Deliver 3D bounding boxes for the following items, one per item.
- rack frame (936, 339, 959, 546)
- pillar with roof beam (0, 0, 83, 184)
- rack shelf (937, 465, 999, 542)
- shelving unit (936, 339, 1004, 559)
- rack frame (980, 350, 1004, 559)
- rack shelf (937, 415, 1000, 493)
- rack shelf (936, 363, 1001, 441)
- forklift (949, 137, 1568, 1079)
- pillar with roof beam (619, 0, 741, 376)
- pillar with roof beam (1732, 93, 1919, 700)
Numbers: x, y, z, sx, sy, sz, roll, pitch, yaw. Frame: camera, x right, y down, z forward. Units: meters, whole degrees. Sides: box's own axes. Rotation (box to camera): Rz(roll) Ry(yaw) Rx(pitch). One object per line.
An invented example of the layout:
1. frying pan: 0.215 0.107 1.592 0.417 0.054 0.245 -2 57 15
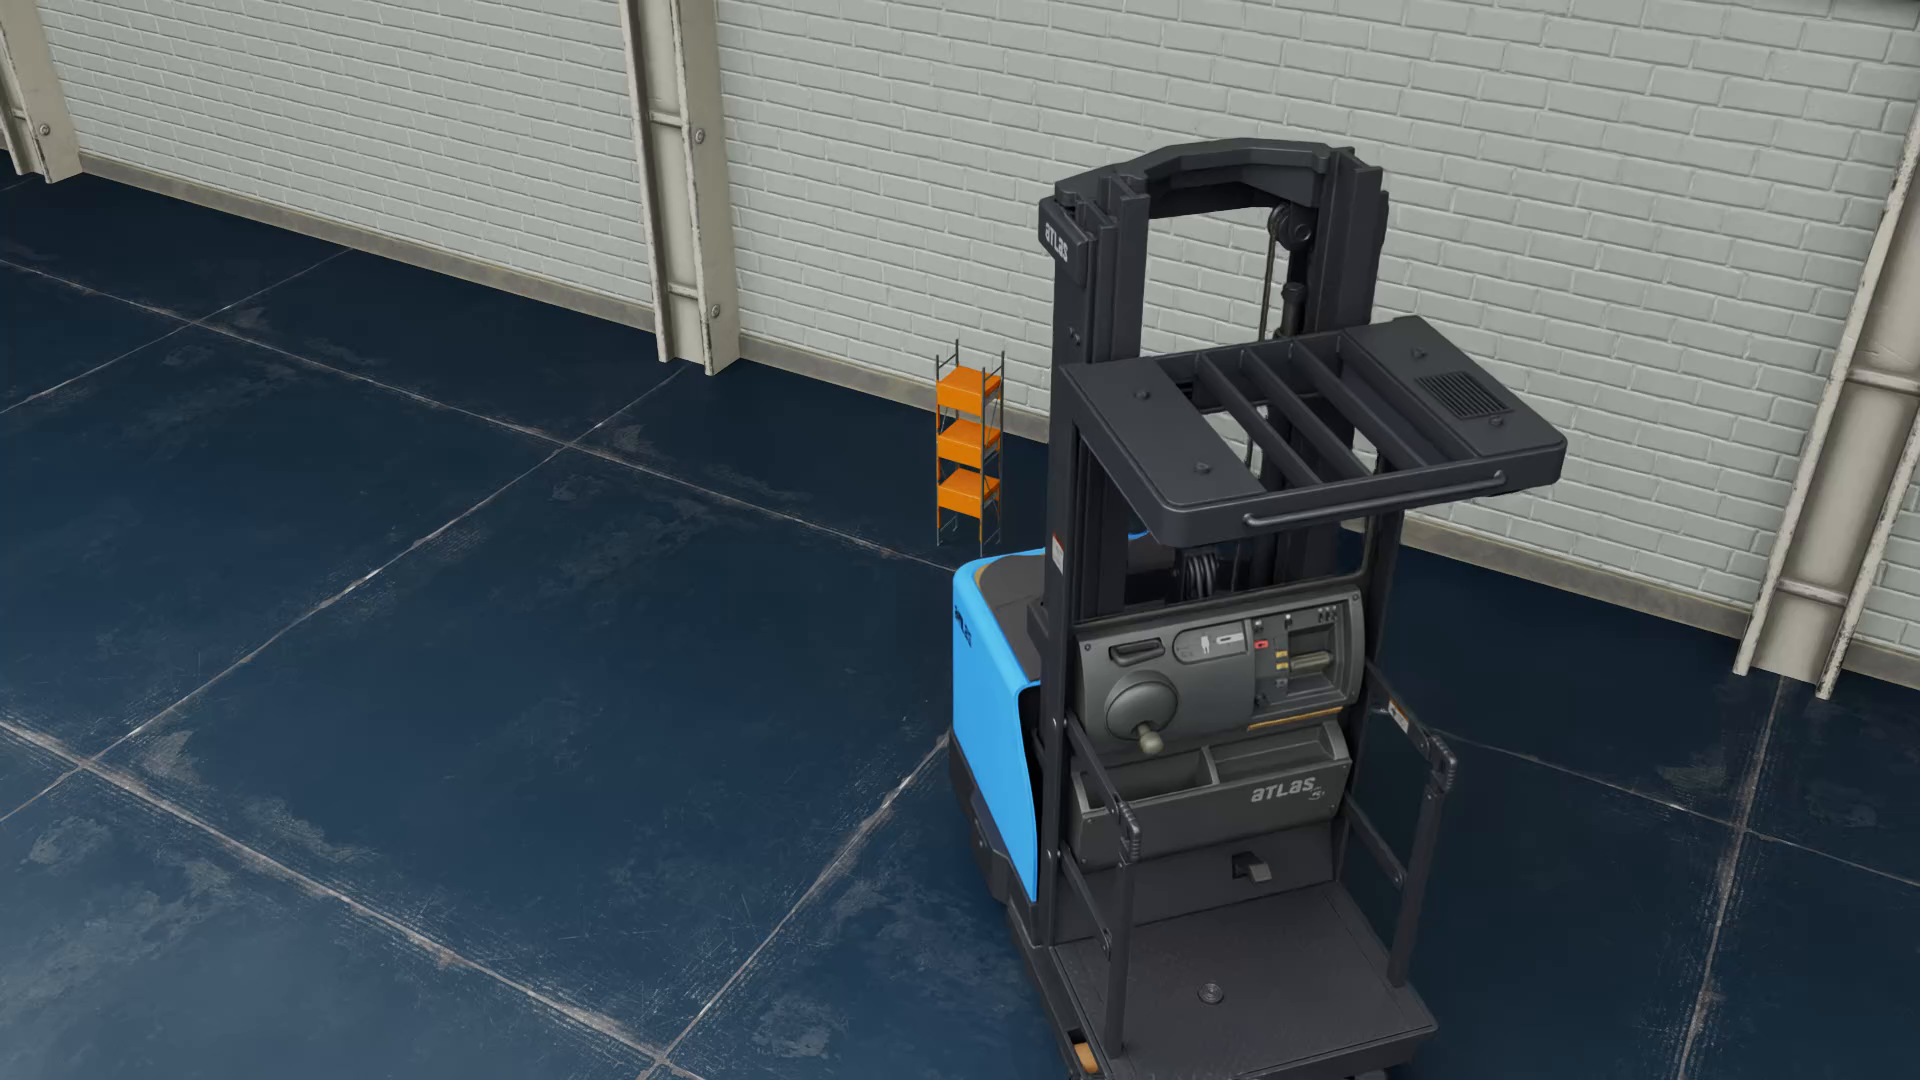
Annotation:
1. rack frame: -0.059 -0.456 7.987 0.008 1.050 0.200 18 37 24
2. pillar with roof beam: -8.884 -4.408 6.750 0.400 9.000 9.100 18 37 24
3. rack shelf: 0.046 -0.182 8.097 0.240 0.259 0.215 18 37 24
4. shelving unit: 0.046 -0.422 7.937 0.252 1.050 0.215 18 37 24
5. rack frame: 0.152 -0.389 7.887 0.008 1.050 0.200 18 37 24
6. rack shelf: 0.046 -0.413 7.943 0.240 0.259 0.215 18 37 24
7. rack shelf: 0.046 -0.650 7.785 0.240 0.259 0.215 18 37 24
8. forklift: 0.871 0.461 4.913 1.130 2.935 3.031 -9 35 -14
9. pillar with roof beam: -3.675 -2.758 4.272 0.400 9.000 9.100 18 37 24
10. pillar with roof beam: 1.535 -1.108 1.794 0.400 9.000 9.100 18 37 24
